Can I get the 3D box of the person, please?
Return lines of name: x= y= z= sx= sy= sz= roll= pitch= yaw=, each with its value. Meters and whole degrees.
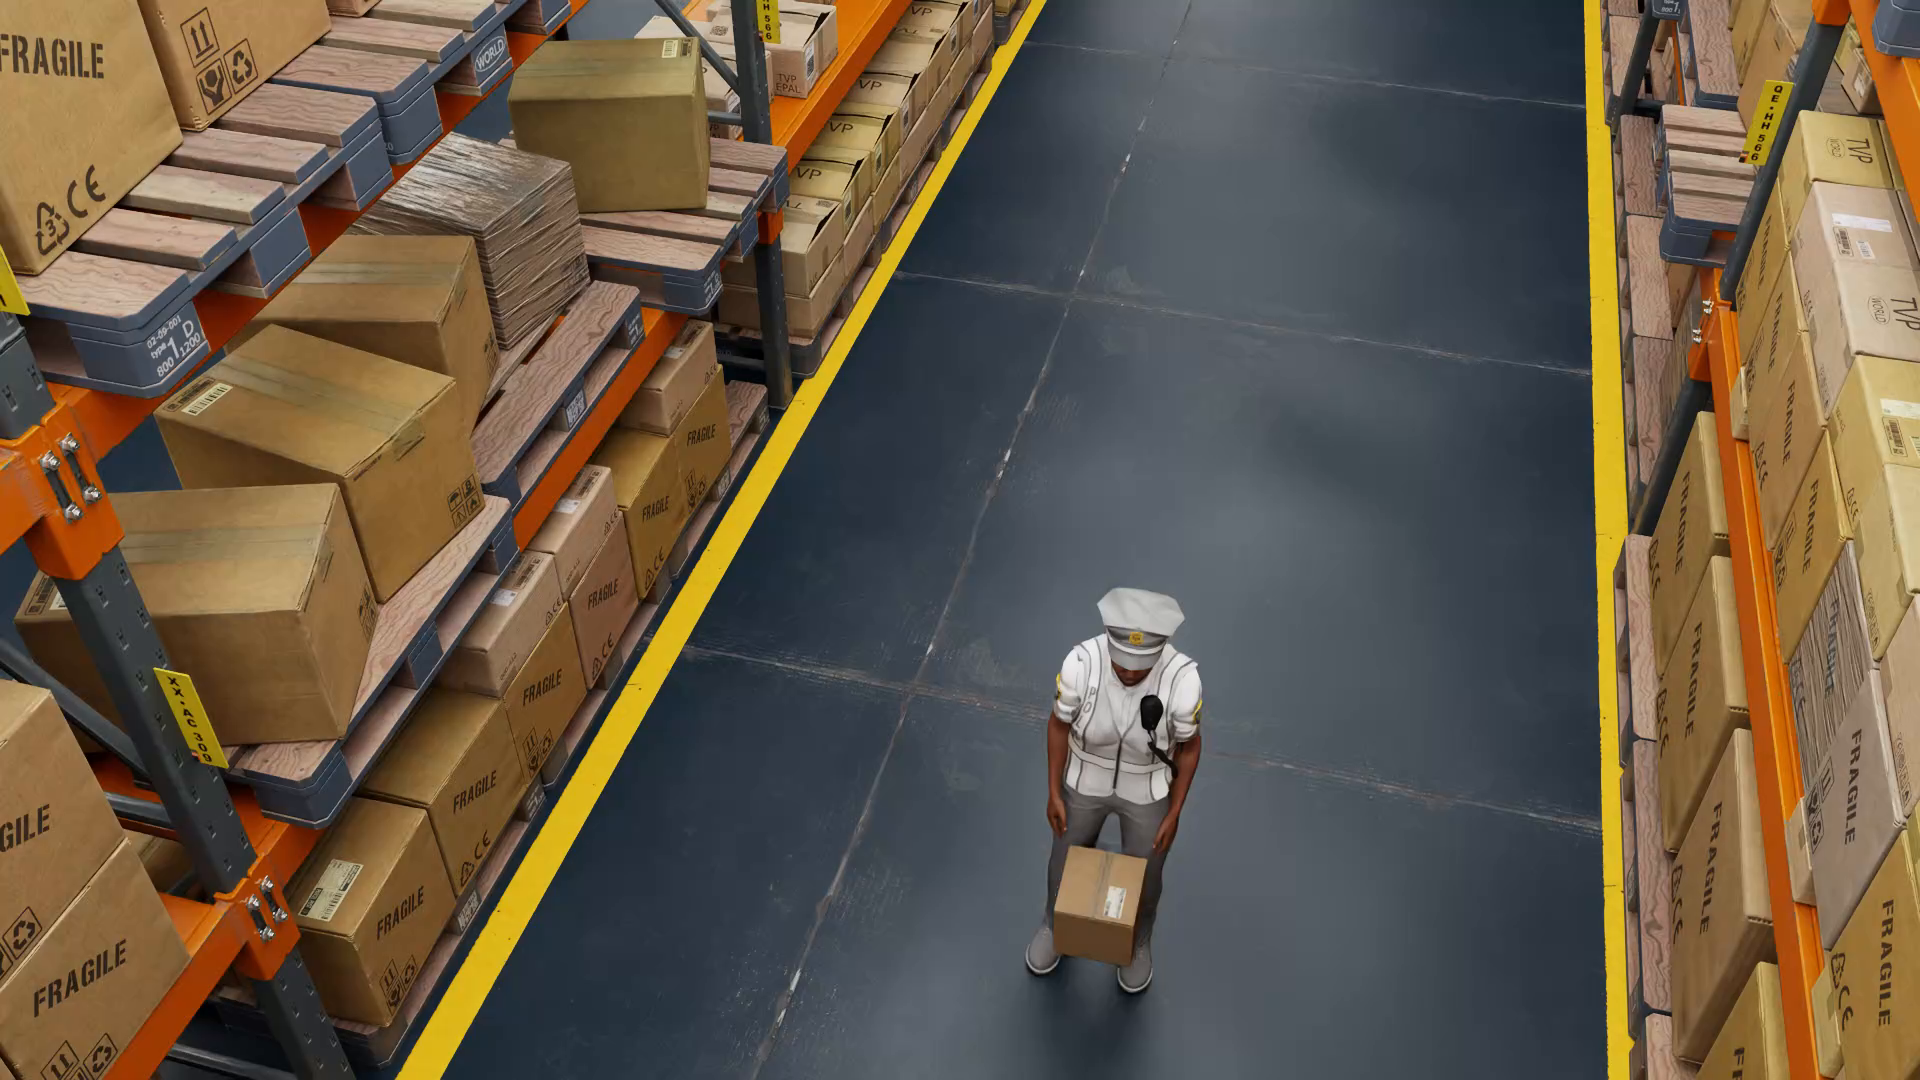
person: x=0.494 y=0.781 z=5.259 sx=0.492 sy=1.672 sz=0.370 roll=9 pitch=42 yaw=10
